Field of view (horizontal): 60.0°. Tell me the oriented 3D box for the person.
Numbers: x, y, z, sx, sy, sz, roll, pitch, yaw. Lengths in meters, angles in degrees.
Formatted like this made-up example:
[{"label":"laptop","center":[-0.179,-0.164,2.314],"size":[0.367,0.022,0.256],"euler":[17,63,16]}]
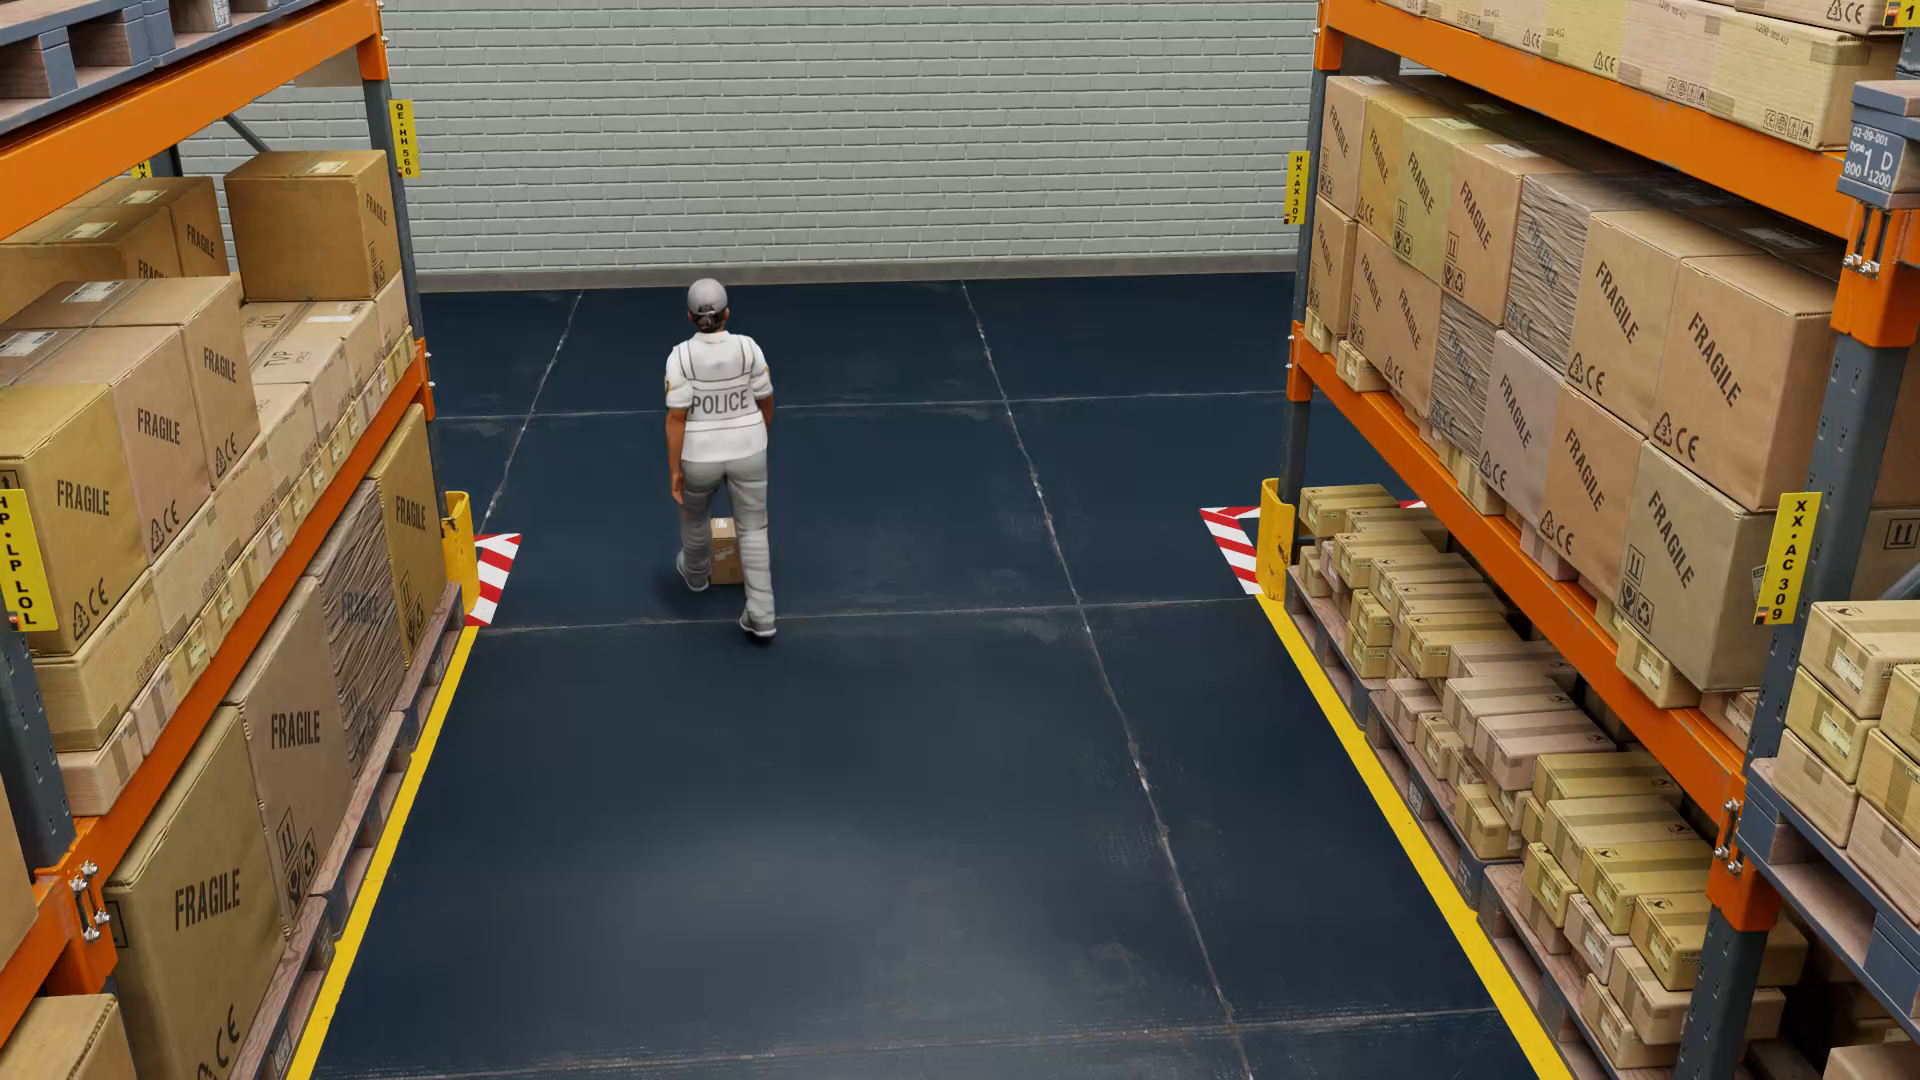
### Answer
[{"label":"person","center":[-1.091,-0.424,7.581],"size":[0.490,1.615,0.940],"euler":[-6,25,-14]}]
